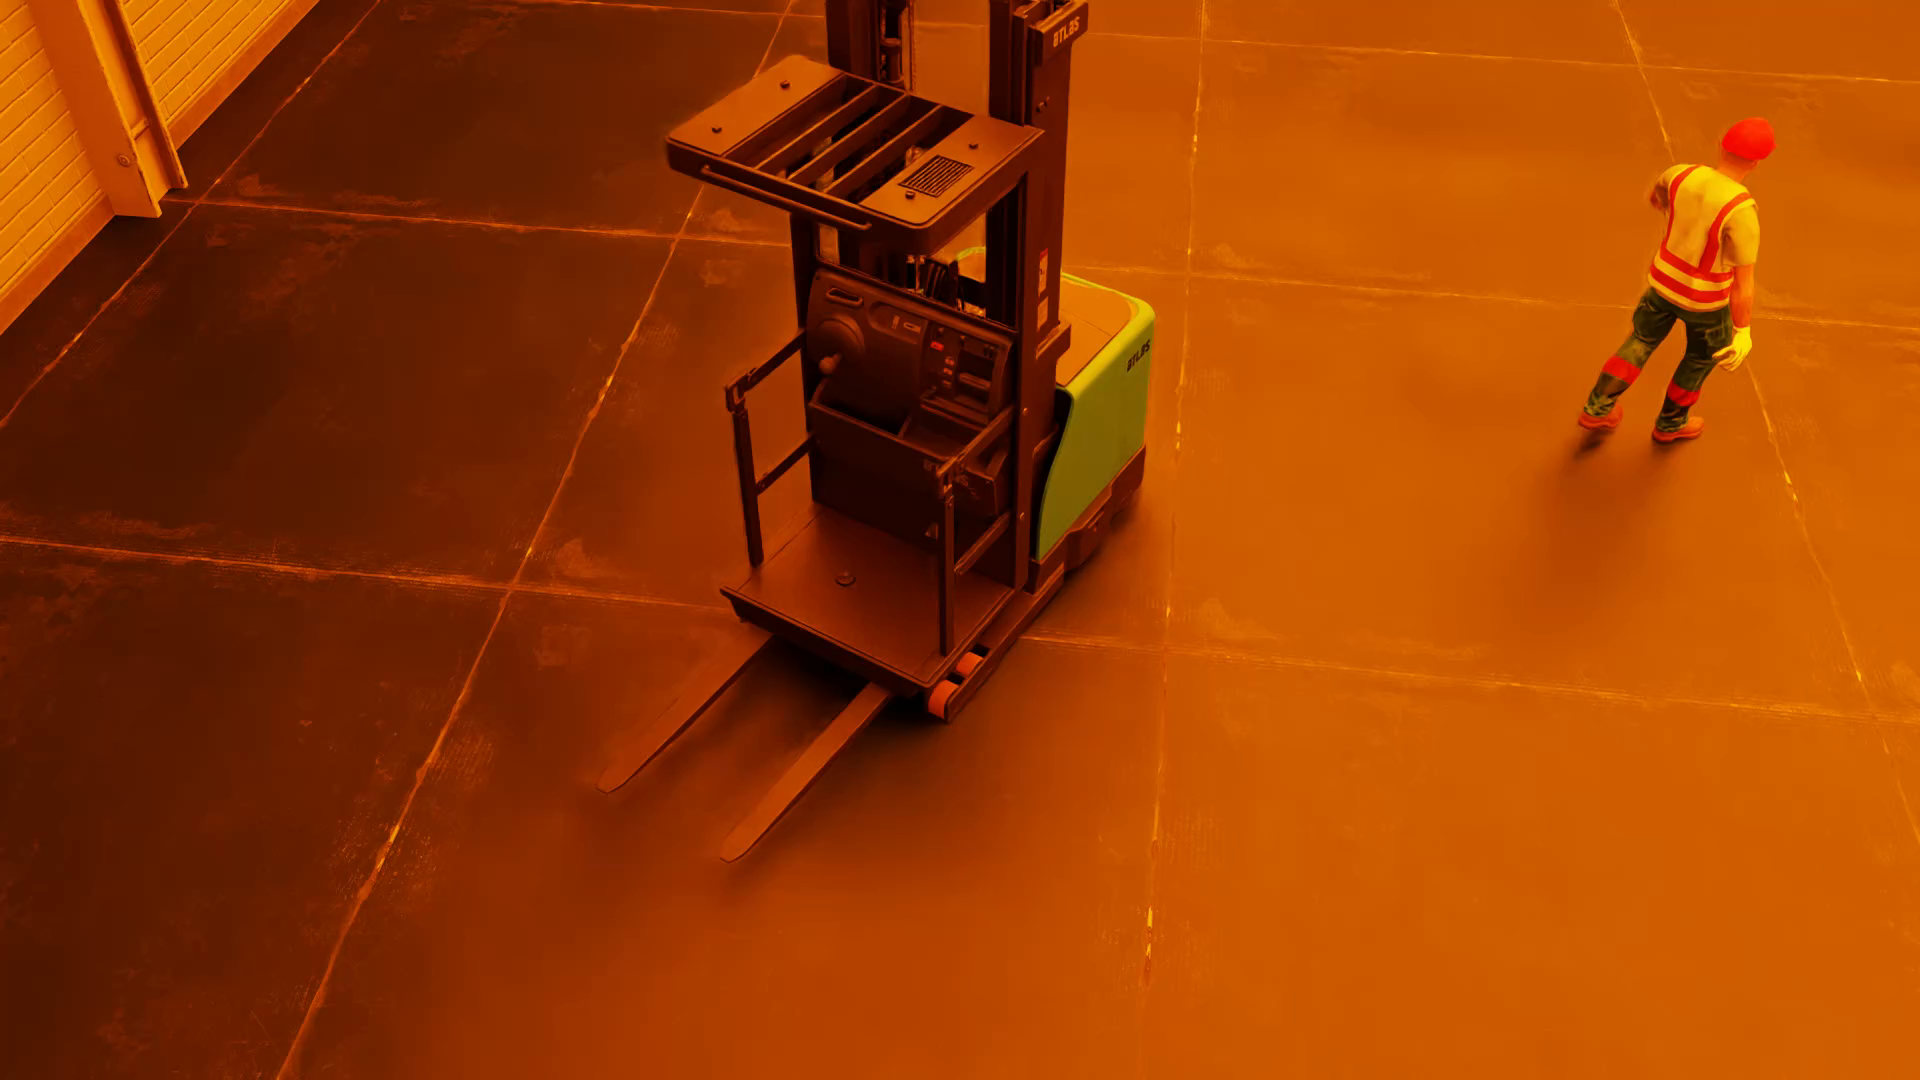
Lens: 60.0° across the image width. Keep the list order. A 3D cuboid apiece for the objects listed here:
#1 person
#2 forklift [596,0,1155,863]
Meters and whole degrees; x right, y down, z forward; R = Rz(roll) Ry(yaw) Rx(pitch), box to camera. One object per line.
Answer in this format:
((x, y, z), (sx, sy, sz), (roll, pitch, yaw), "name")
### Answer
((3.483, -1.187, 7.882), (0.723, 1.763, 0.928), (-22, 47, -22), "person")
((-0.328, -0.686, 6.471), (1.130, 2.935, 3.031), (24, 48, 23), "forklift")
